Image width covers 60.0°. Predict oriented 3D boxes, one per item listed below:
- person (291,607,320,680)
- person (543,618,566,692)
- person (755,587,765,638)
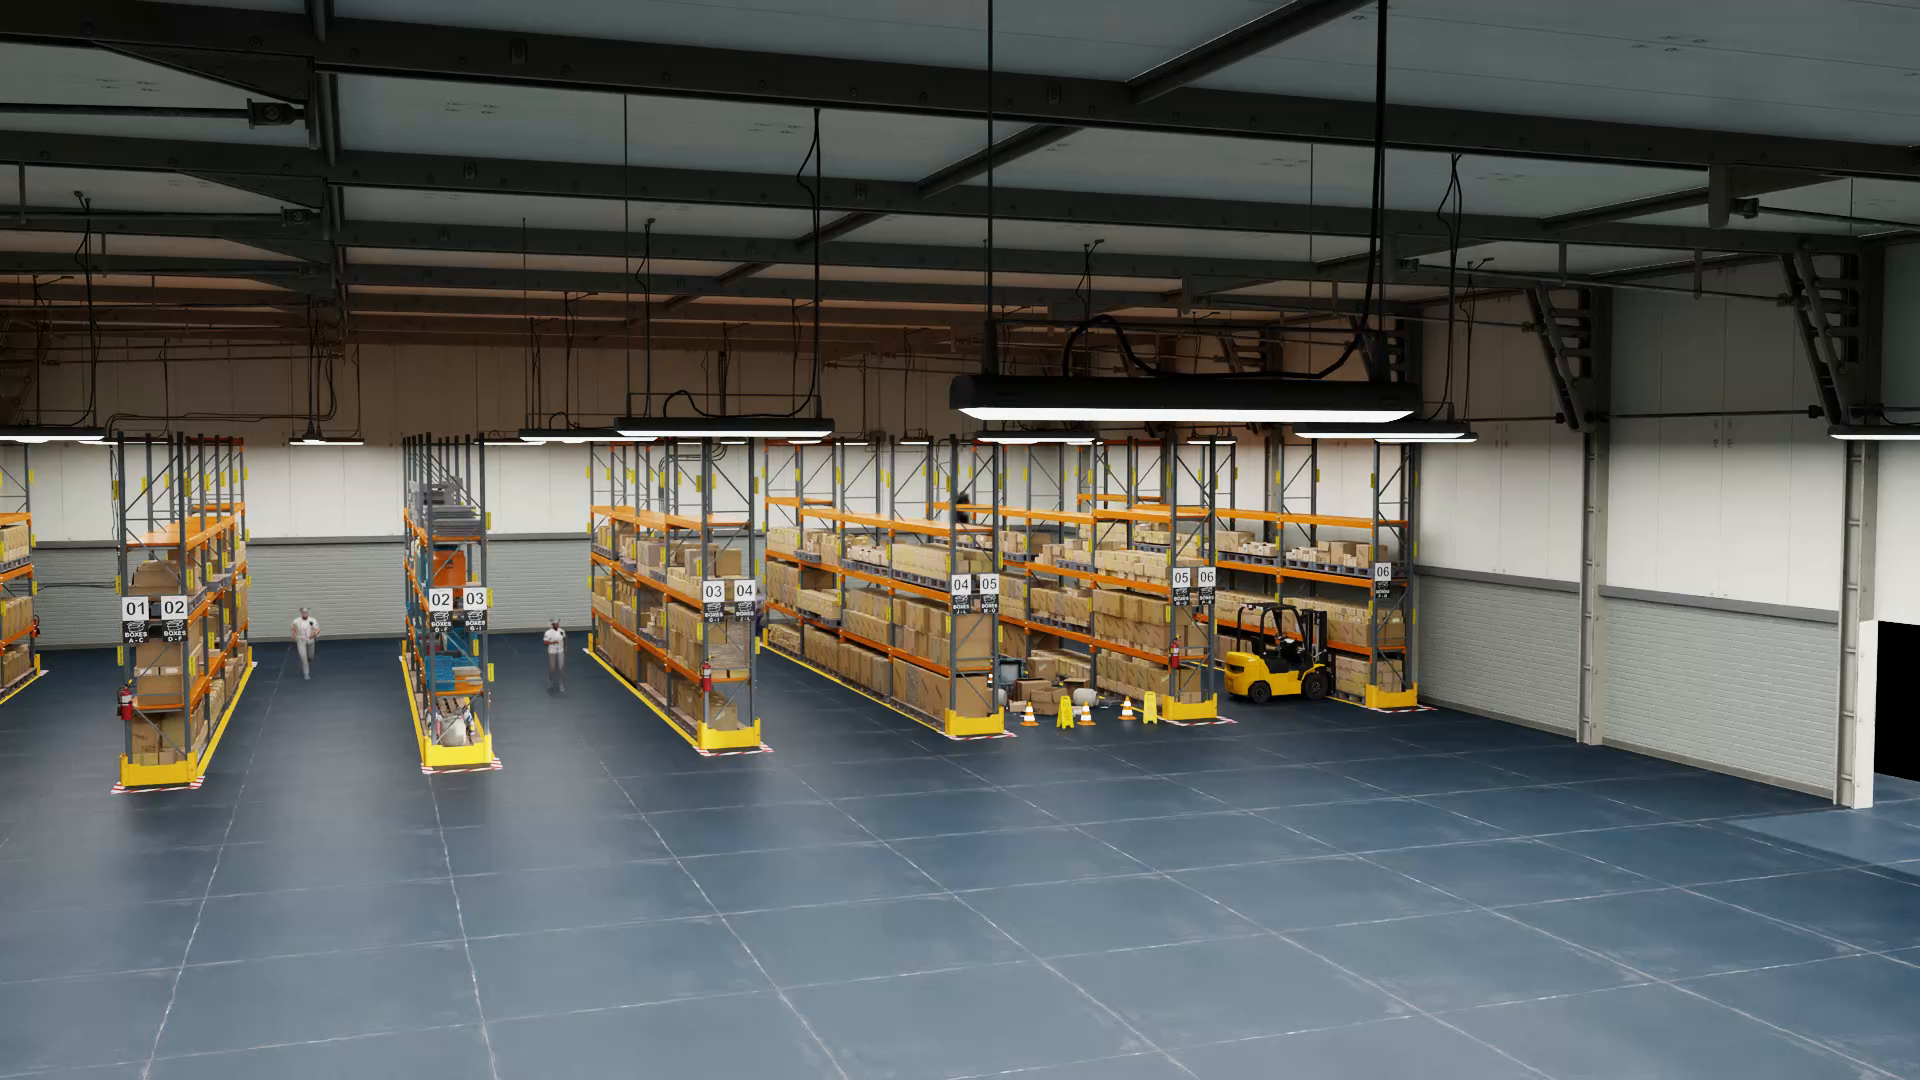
[{"bbox_3d":[-16.329,2.562,41.530,0.632,1.810,1.123,-2,4,-33],"label":"person"},{"bbox_3d":[-9.550,2.693,39.239,0.603,1.746,0.806,-2,4,-27],"label":"person"},{"bbox_3d":[-5.985,2.204,49.272,0.587,1.626,0.640,-2,4,-28],"label":"person"}]
